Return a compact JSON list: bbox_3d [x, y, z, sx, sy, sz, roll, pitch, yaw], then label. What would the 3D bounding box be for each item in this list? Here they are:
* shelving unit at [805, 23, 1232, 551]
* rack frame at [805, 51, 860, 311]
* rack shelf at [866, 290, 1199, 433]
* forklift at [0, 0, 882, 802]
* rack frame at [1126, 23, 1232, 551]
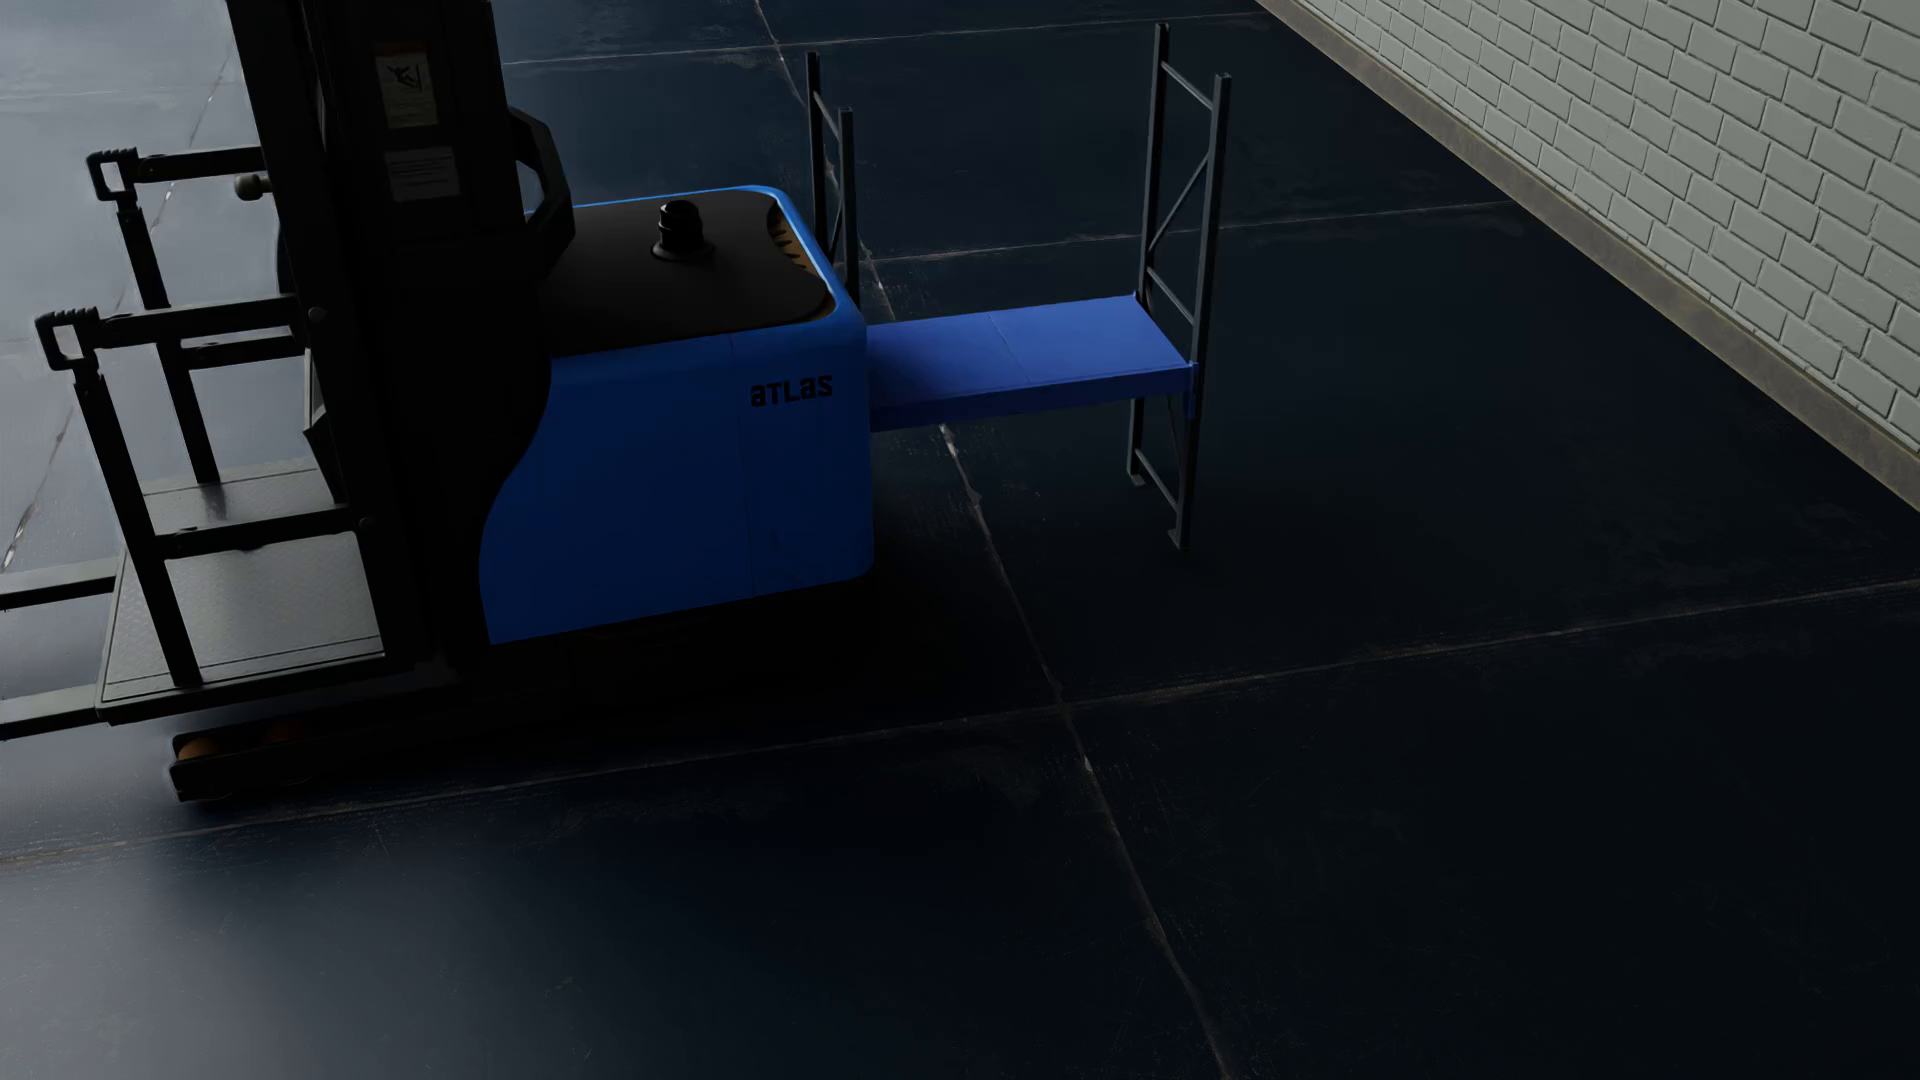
[{"bbox_3d":[0.146,-0.653,4.877,1.048,1.500,0.538,-8,35,-12],"label":"shelving unit"},{"bbox_3d":[-0.346,-0.581,4.770,0.032,1.500,0.500,-8,35,-12],"label":"rack frame"},{"bbox_3d":[0.146,-0.503,4.977,1.000,0.185,0.538,-8,35,-12],"label":"rack shelf"},{"bbox_3d":[-1.798,-0.880,3.930,3.031,2.935,1.130,-10,35,-15],"label":"forklift"},{"bbox_3d":[0.638,-0.725,4.984,0.032,1.500,0.500,-8,35,-12],"label":"rack frame"}]
